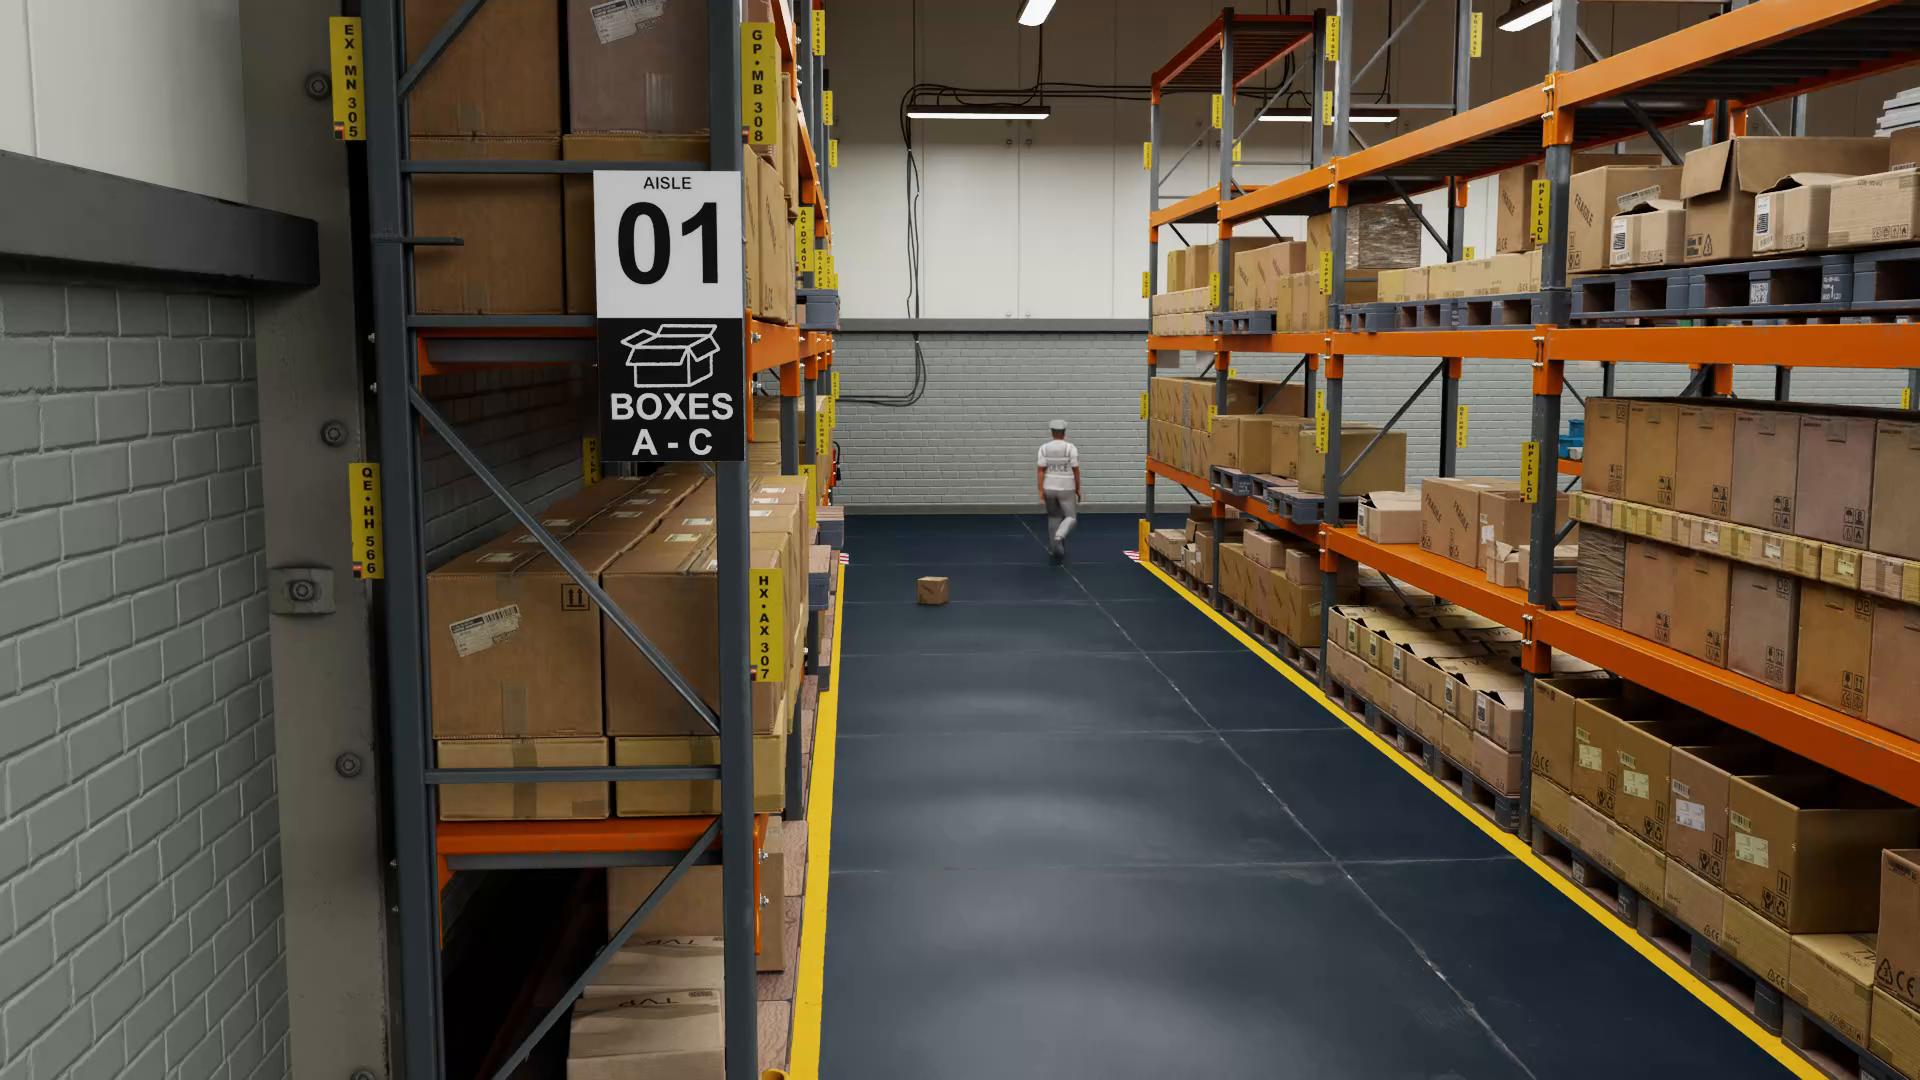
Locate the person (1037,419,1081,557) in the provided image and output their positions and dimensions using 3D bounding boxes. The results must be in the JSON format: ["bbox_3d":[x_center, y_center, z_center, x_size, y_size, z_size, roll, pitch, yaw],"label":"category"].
[{"bbox_3d":[1.249,-0.651,20.976,0.523,1.741,0.830,3,7,21],"label":"person"}]
